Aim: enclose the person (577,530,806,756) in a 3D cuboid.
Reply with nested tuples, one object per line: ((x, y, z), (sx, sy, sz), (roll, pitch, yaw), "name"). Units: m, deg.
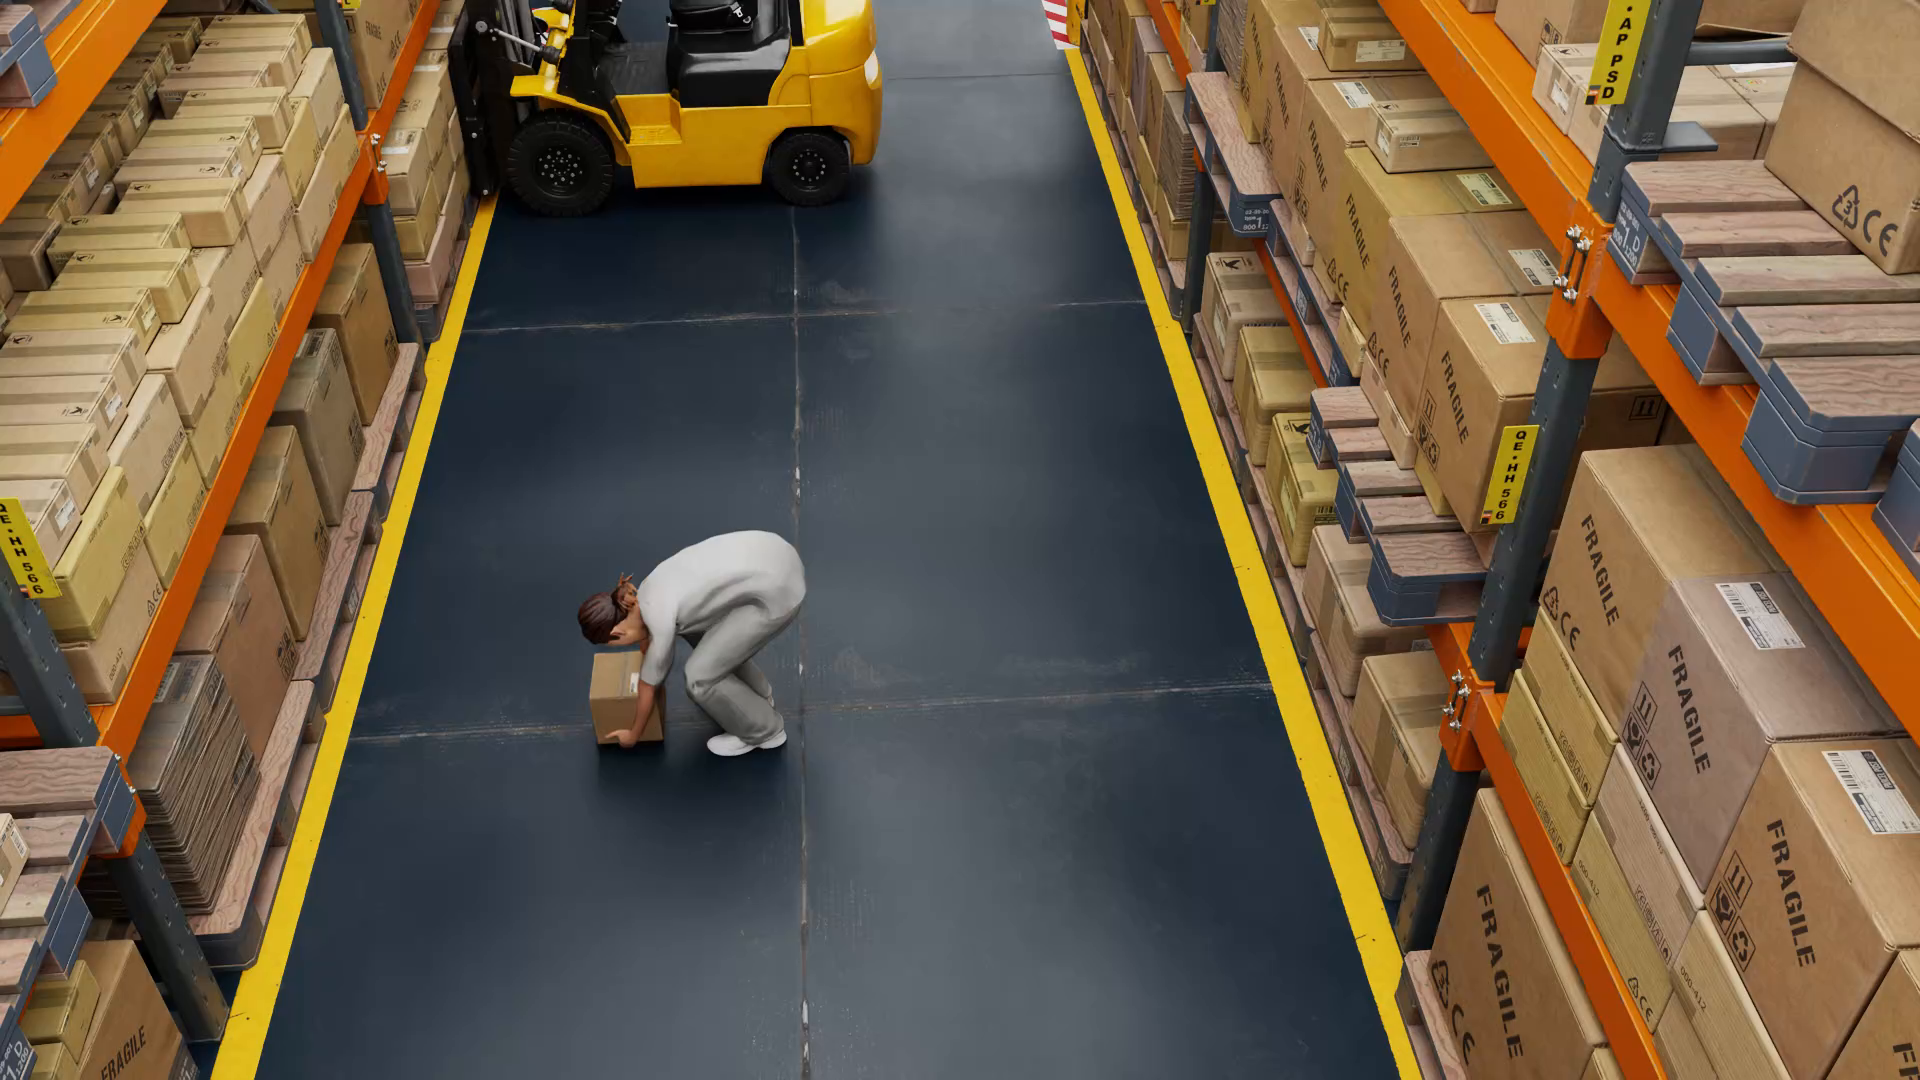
((-0.991, 0.401, 6.285), (0.848, 0.888, 0.464), (-5, 40, -6), "person")
